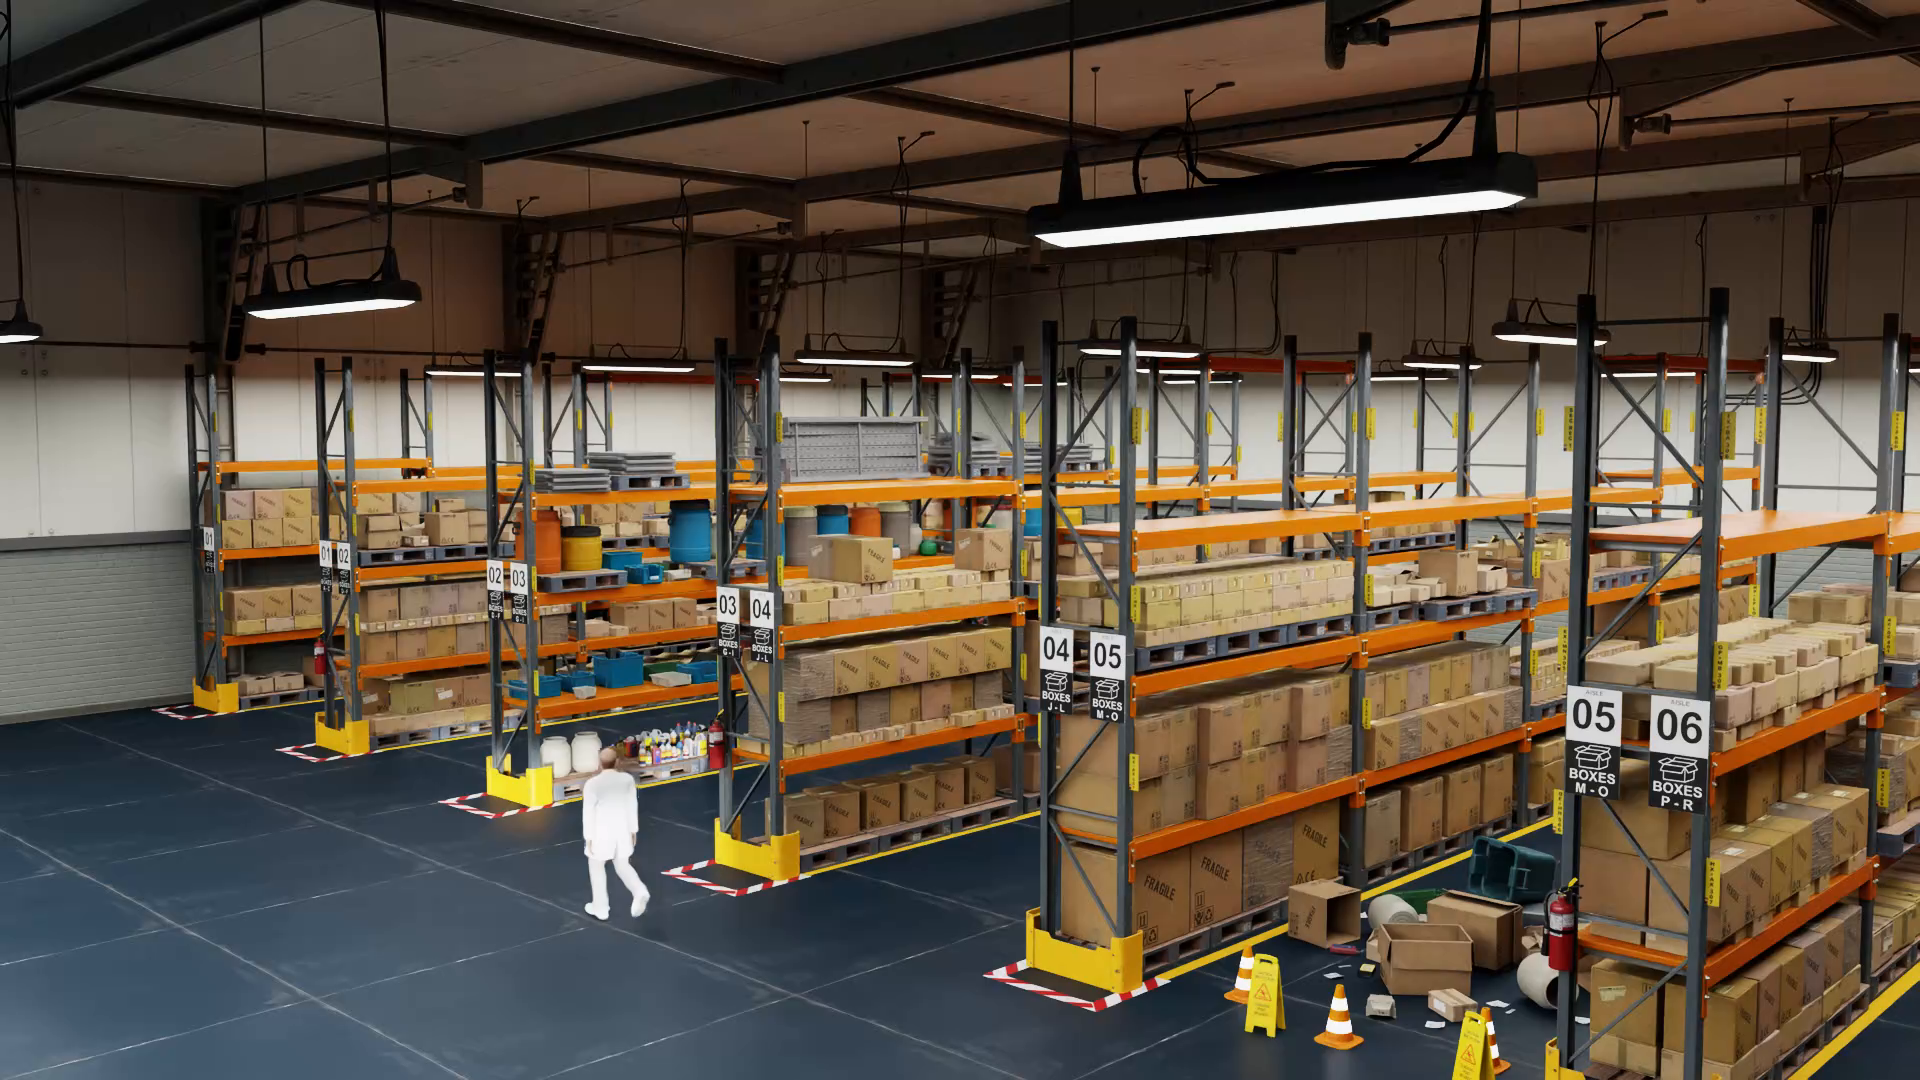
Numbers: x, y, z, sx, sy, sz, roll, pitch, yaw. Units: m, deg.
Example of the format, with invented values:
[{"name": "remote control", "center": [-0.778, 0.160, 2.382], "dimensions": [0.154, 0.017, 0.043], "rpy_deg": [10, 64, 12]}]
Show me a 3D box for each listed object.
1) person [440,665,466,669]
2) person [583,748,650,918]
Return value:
[{"name": "person", "center": [-9.114, 1.987, 29.812], "dimensions": [0.577, 1.722, 1.065], "rpy_deg": [1, 5, 15]}, {"name": "person", "center": [-3.522, 2.982, 16.849], "dimensions": [0.577, 1.755, 0.881], "rpy_deg": [-4, 6, -43]}]
